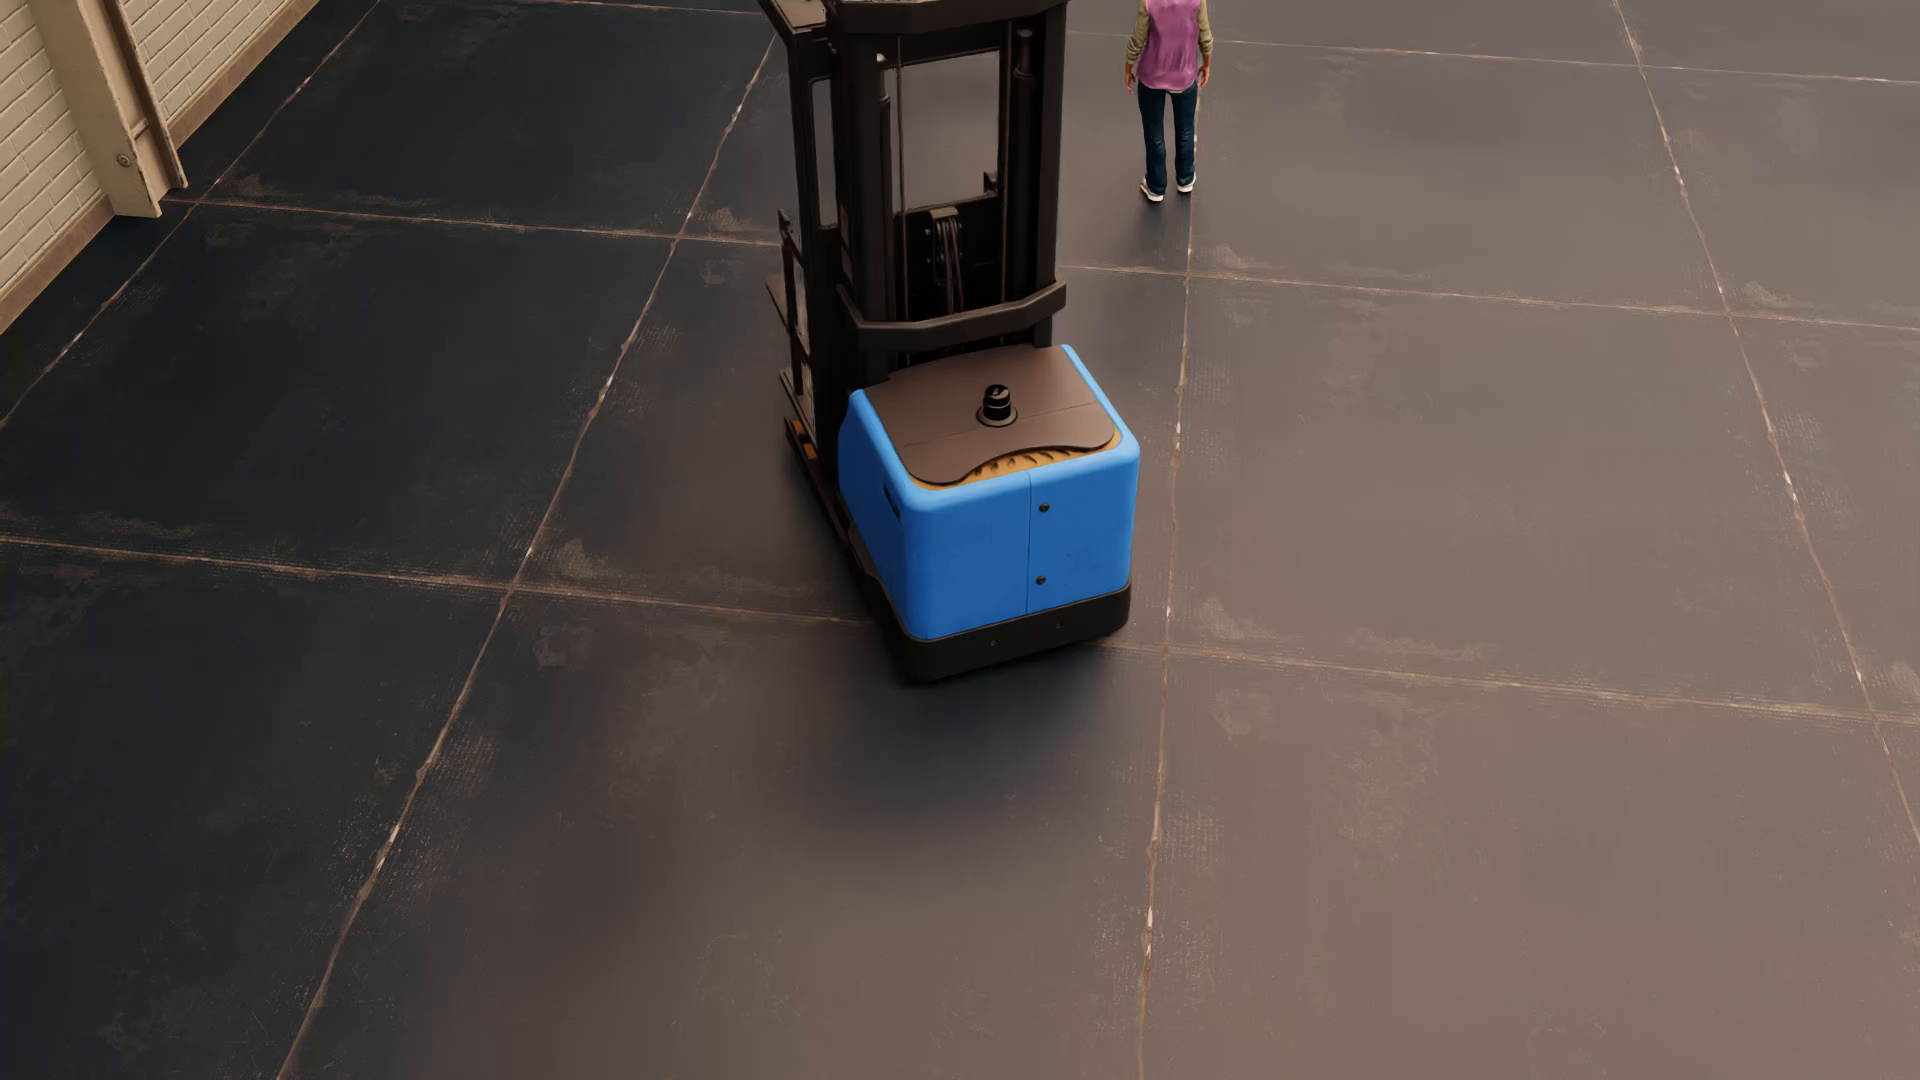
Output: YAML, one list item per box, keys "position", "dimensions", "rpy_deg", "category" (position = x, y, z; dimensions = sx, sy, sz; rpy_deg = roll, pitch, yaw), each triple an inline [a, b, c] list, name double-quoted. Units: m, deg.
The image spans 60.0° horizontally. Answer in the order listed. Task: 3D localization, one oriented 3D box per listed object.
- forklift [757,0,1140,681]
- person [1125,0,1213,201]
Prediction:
- position: [-0.234, -1.487, 7.343]
  dimensions: [1.130, 2.935, 3.031]
  rpy_deg: [-14, 44, -15]
  category: "forklift"
- position: [1.203, -2.719, 9.660]
  dimensions: [0.520, 1.597, 0.475]
  rpy_deg: [0, 43, 0]
  category: "person"
